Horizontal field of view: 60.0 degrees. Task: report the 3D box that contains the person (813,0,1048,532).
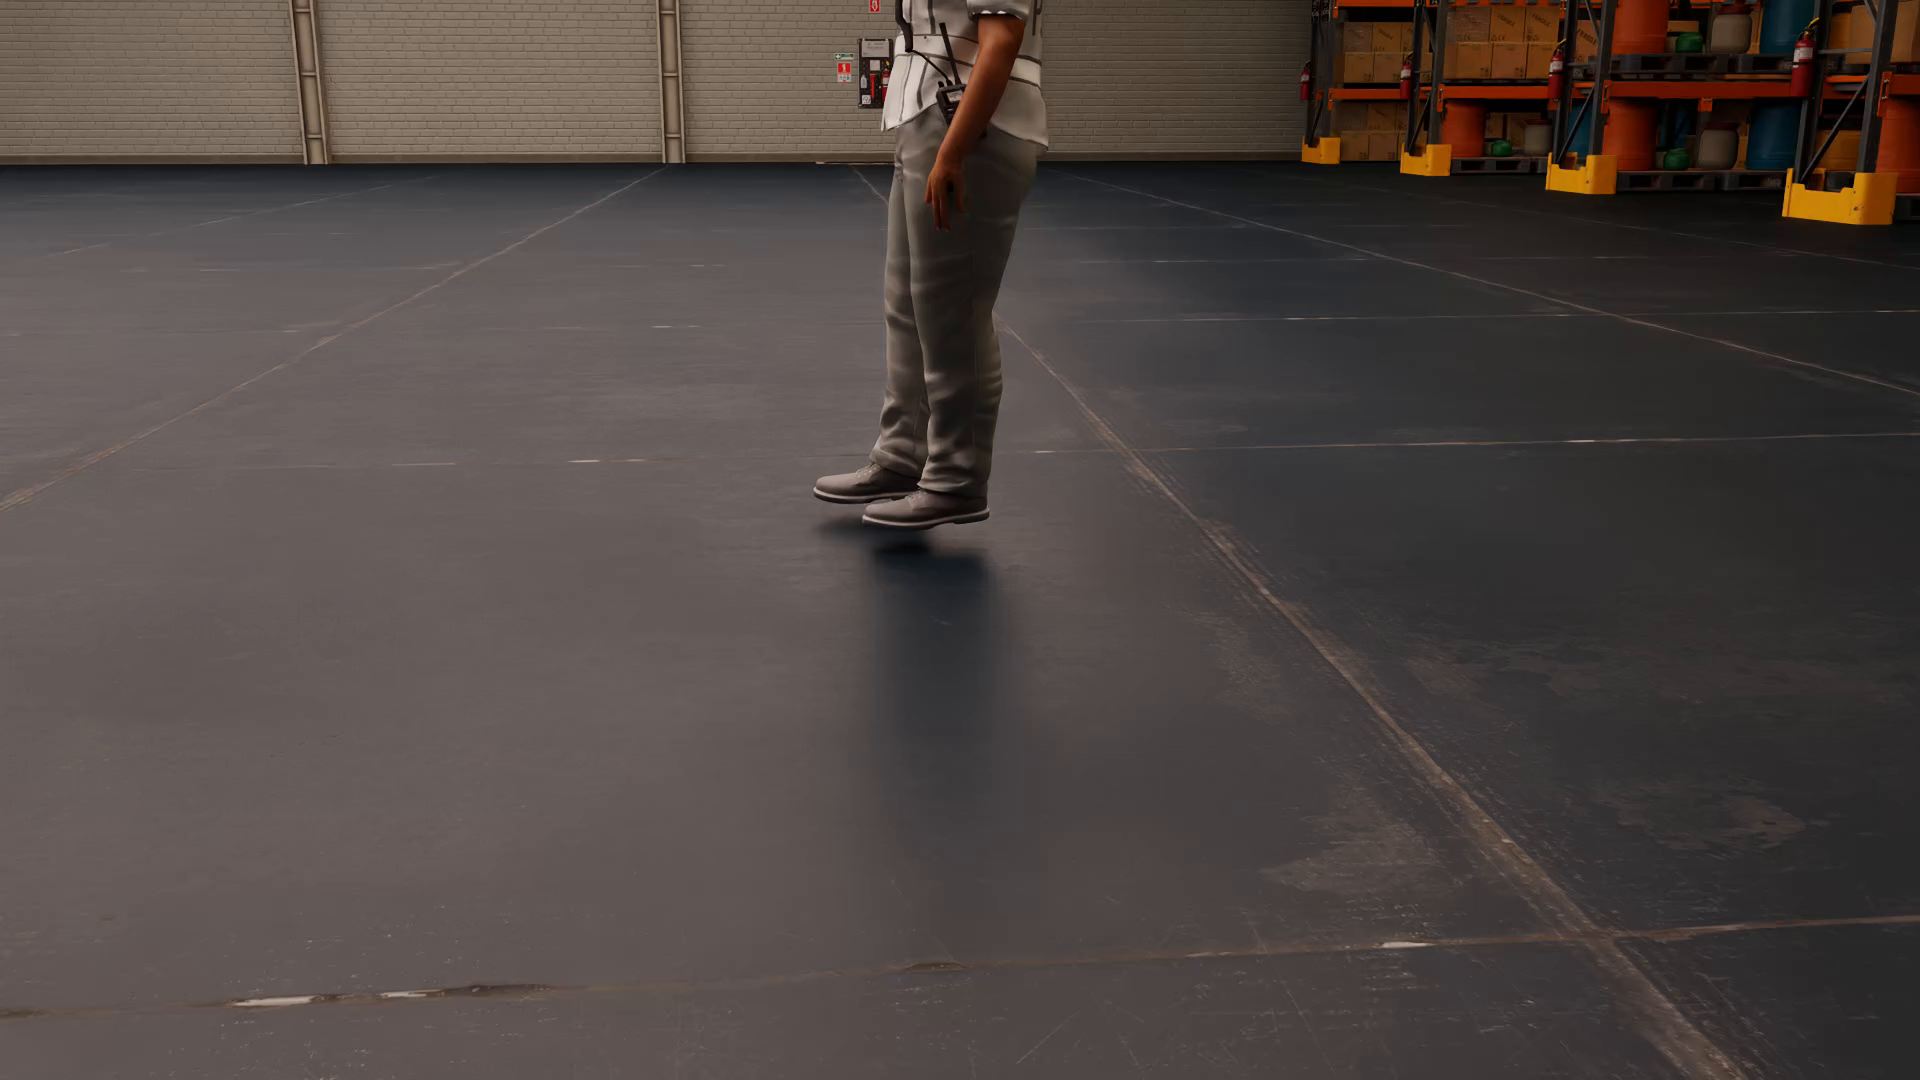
[{"bbox_3d":[-0.078,-0.855,3.727,0.529,1.670,0.598,-1,15,-5],"label":"person"}]
